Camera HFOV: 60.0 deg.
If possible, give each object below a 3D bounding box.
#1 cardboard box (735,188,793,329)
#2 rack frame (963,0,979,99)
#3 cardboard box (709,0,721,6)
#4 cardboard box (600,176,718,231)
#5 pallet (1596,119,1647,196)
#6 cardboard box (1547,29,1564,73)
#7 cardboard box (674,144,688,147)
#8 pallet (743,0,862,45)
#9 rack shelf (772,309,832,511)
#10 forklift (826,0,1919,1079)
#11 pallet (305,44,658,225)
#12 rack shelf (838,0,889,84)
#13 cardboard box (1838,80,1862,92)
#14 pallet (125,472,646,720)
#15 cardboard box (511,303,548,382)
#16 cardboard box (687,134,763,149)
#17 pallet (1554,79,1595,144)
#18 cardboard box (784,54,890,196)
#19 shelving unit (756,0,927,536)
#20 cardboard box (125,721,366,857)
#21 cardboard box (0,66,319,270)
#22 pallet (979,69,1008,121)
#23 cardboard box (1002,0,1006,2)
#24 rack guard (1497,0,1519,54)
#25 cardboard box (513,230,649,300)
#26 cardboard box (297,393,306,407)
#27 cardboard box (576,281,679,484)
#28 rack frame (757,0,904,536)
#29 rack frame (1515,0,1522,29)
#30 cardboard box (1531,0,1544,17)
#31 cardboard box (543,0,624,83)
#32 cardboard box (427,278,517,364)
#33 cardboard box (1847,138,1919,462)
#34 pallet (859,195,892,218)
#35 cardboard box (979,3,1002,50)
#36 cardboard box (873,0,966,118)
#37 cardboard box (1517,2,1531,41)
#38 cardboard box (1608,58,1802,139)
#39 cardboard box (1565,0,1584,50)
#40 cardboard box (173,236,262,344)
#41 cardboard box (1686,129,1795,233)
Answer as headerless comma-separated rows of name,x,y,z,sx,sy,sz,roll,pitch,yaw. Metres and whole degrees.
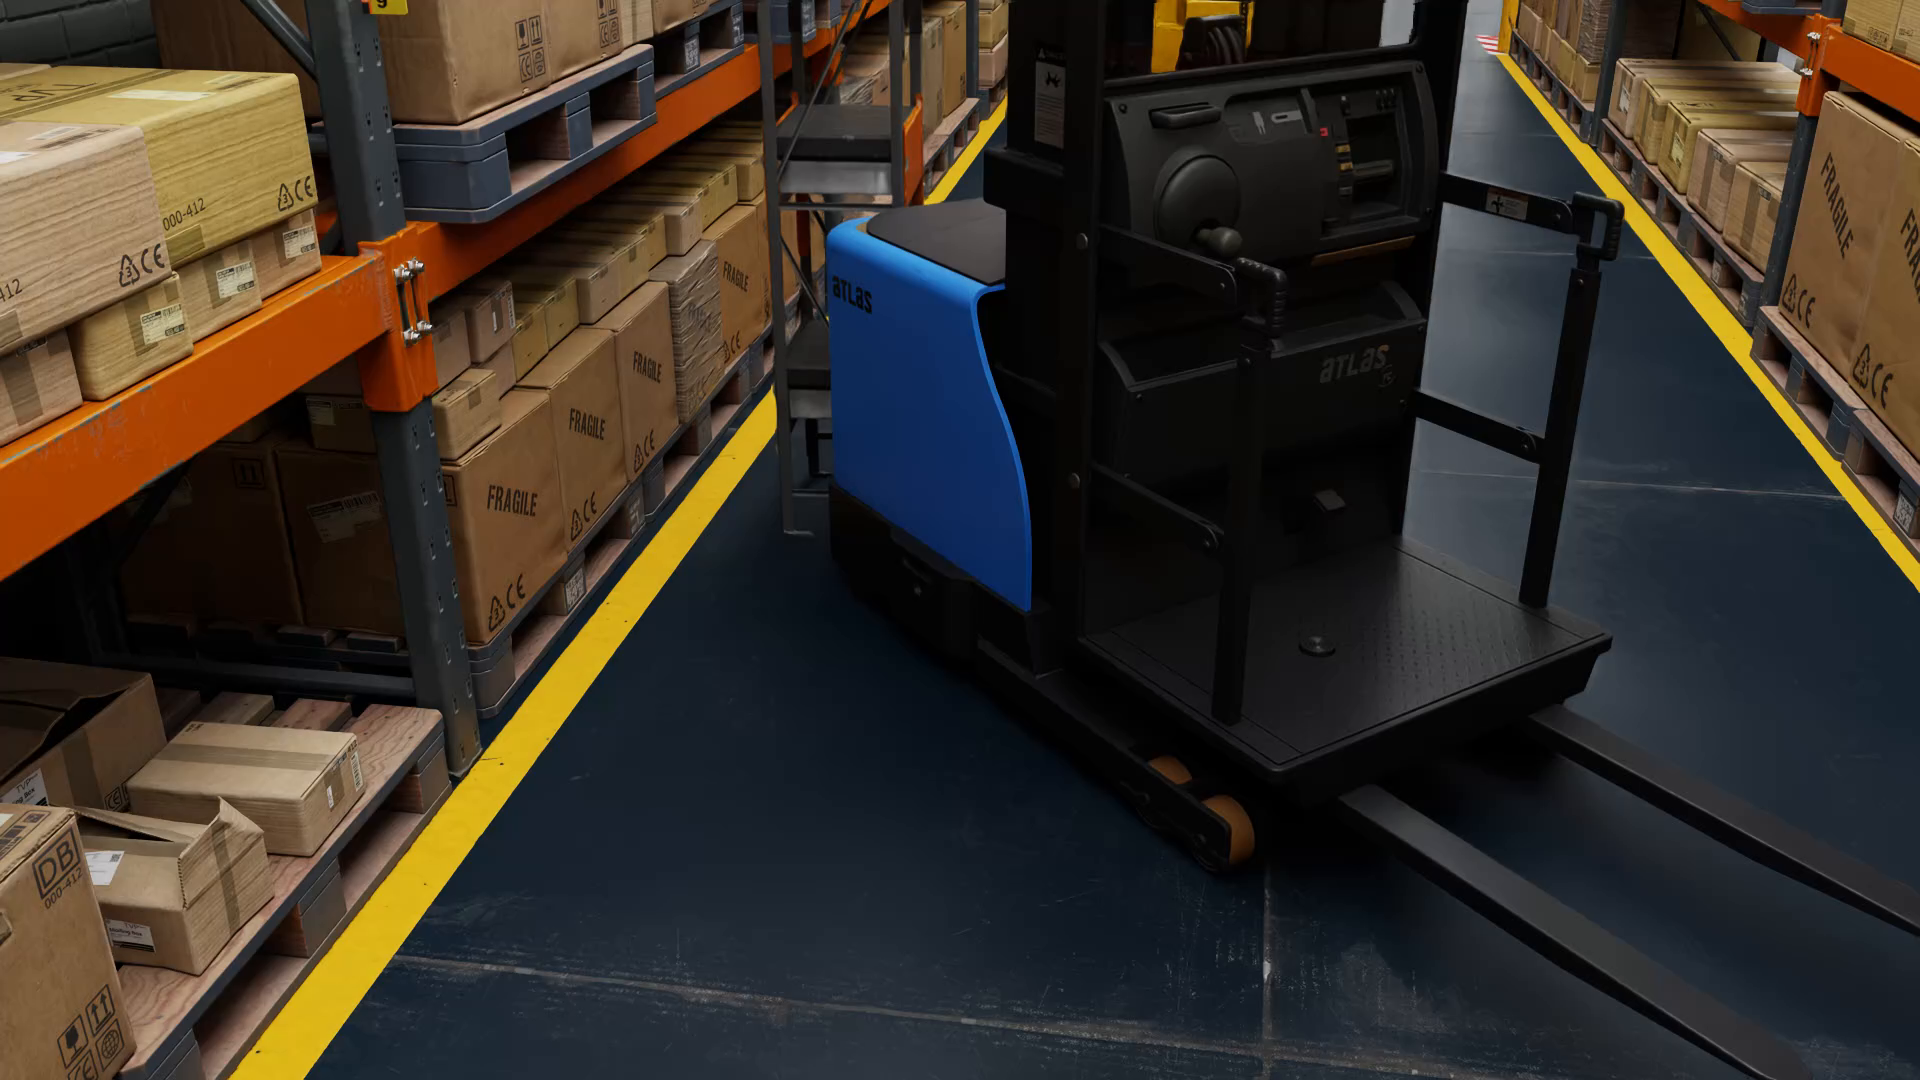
cardboard box,-0.980,-1.168,6.661,0.500,0.500,0.500,4,25,8
rack frame,-0.377,-4.184,10.650,1.000,3.000,0.127,4,25,9
cardboard box,-1.115,-2.052,5.479,0.797,0.503,0.637,3,25,7
cardboard box,-1.090,-1.204,5.971,0.380,0.149,0.250,4,25,8
pallet,4.395,-2.253,9.814,1.003,0.211,1.213,4,25,9
cardboard box,4.517,-3.488,11.911,0.500,0.250,0.500,4,25,9
cardboard box,-1.376,-1.412,7.181,0.500,0.500,0.500,5,26,10
pallet,-1.072,-2.135,6.500,1.213,0.211,1.003,4,25,9
rack shelf,-0.340,-0.418,5.350,0.431,0.518,0.480,2,25,4
forklift,0.839,-0.823,3.551,1.130,2.935,3.031,-15,29,-30
pallet,-1.446,-1.078,4.240,1.003,0.211,1.213,4,25,9
rack shelf,-0.704,-3.021,9.015,1.077,0.370,4.000,4,25,9
cardboard box,6.038,-3.064,11.204,0.500,0.500,0.500,-20,32,-36
pallet,-1.589,0.082,4.825,1.003,0.211,1.213,4,25,9
cardboard box,-1.363,-0.551,4.576,0.380,0.149,0.250,3,25,6
cardboard box,-0.875,-1.522,6.652,0.380,0.149,0.250,3,25,6
pallet,4.596,-2.862,11.115,1.003,0.211,1.213,4,25,9
cardboard box,-0.816,-2.159,8.630,0.875,0.625,0.625,5,26,10
shelving unit,-0.340,-1.065,5.048,0.431,2.100,0.503,2,25,4
cardboard box,-1.485,0.517,3.476,0.380,0.149,0.250,3,25,7
cardboard box,-1.527,-0.675,2.979,0.500,0.250,0.500,5,25,10
pallet,-0.205,-3.251,11.945,1.003,0.211,1.213,4,25,9
cardboard box,0.105,-3.975,11.773,0.500,0.250,0.500,4,25,9
rack guard,5.162,-4.350,13.954,1.175,0.500,0.348,4,25,9
cardboard box,-1.211,-0.872,5.262,0.380,0.149,0.250,5,26,10
cardboard box,-1.871,-0.474,4.412,0.380,0.149,0.250,4,25,9
cardboard box,-1.220,-0.514,5.264,0.500,0.500,0.500,3,25,7
rack frame,-0.361,-0.962,4.827,0.400,2.100,0.015,2,25,4
rack frame,5.175,-5.514,13.492,1.000,3.000,0.127,4,25,9
cardboard box,4.685,-4.252,12.658,0.500,0.500,0.500,3,25,7
cardboard box,-1.300,-1.477,4.253,0.700,0.500,0.500,4,25,9
cardboard box,-1.368,-0.568,4.262,0.380,0.149,0.250,3,25,6
cardboard box,3.522,-0.740,5.304,0.875,0.875,0.875,4,25,9
pallet,-0.857,-1.589,8.397,1.003,0.211,1.213,4,25,9
cardboard box,0.007,-3.536,11.424,0.500,0.250,0.500,4,25,8
cardboard box,-0.451,-3.079,10.596,0.875,0.625,0.625,5,26,11
cardboard box,4.770,-4.141,13.306,0.500,0.250,0.500,4,25,8
cardboard box,4.438,-2.622,9.917,0.950,0.372,0.625,4,25,9
cardboard box,4.434,-3.605,11.276,0.500,0.500,0.500,4,25,9
cardboard box,-1.508,-0.463,2.997,0.380,0.149,0.250,5,25,10
cardboard box,4.082,-1.713,7.976,0.950,0.372,0.625,4,25,8
